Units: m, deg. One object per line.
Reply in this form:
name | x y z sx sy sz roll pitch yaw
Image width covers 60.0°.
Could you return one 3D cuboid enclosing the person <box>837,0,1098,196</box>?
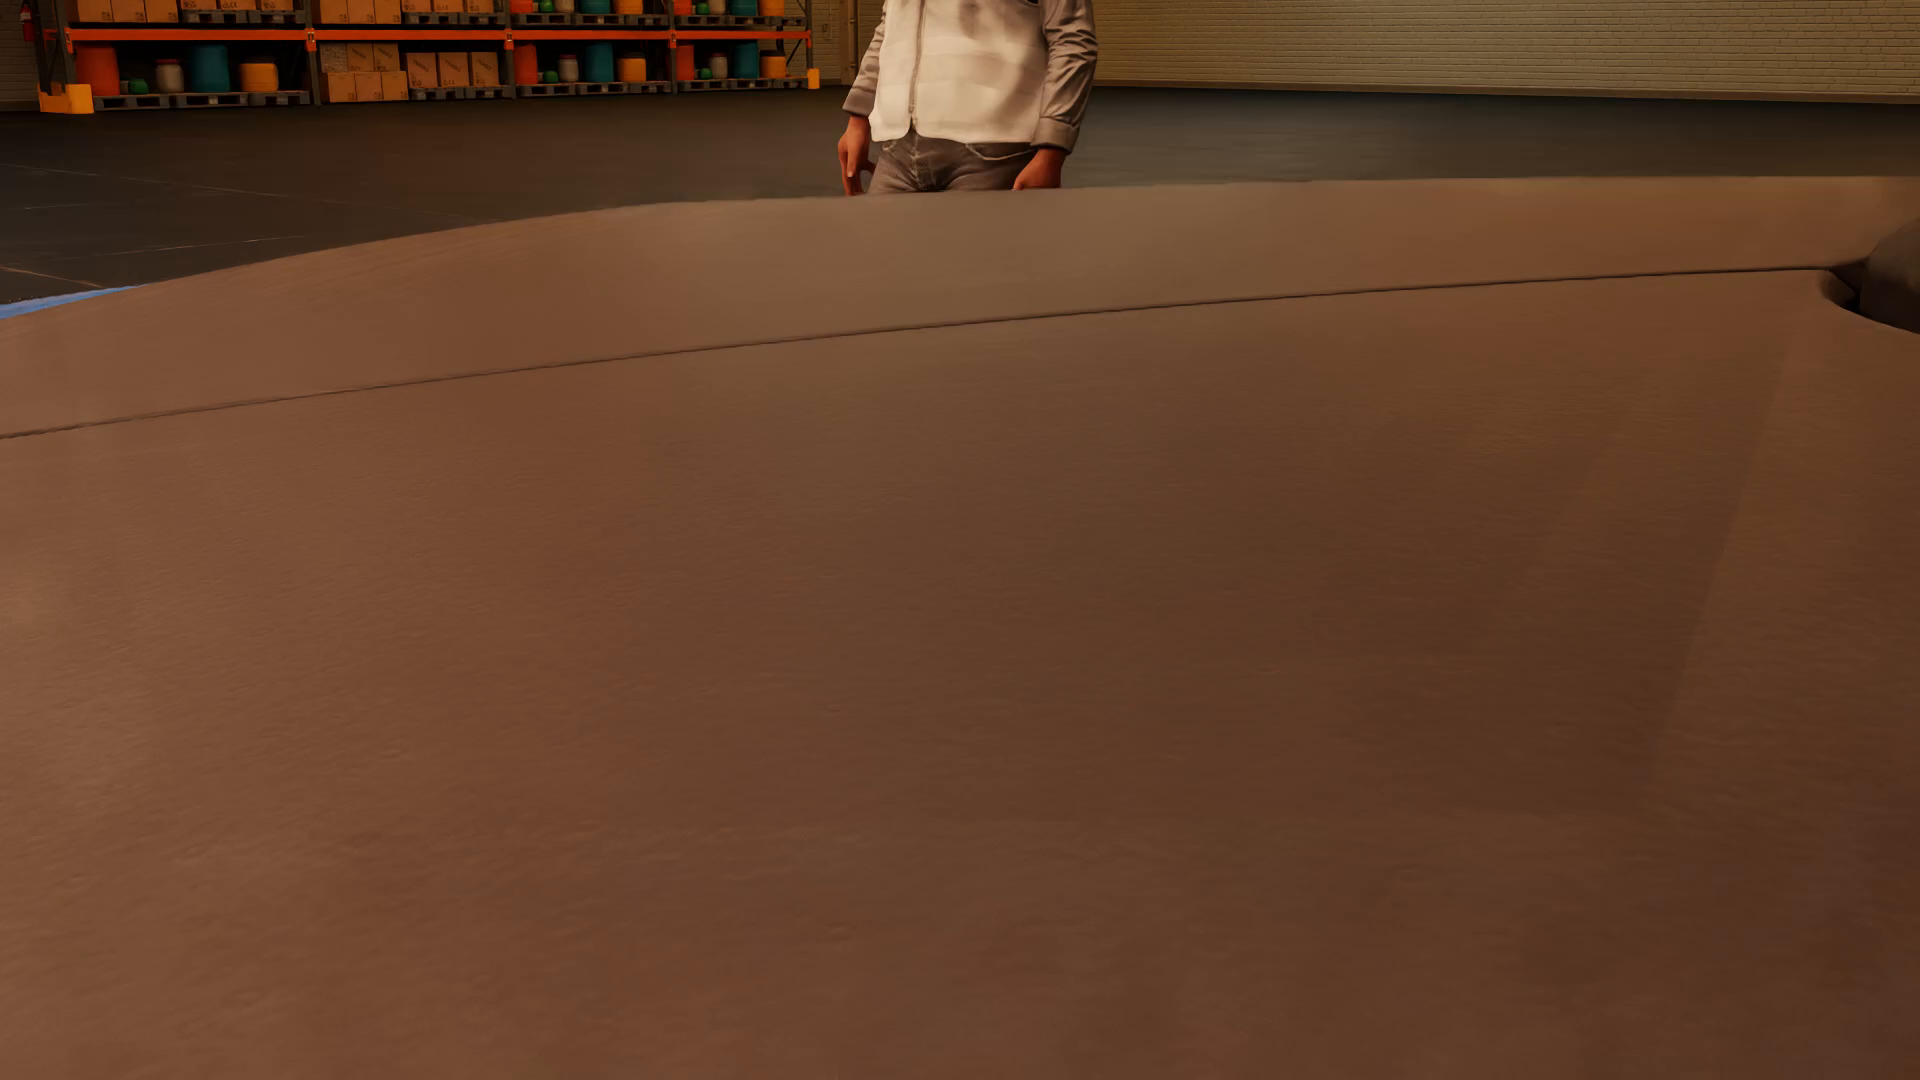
person | -0.046 -0.844 3.641 0.632 1.773 0.568 13 21 37
